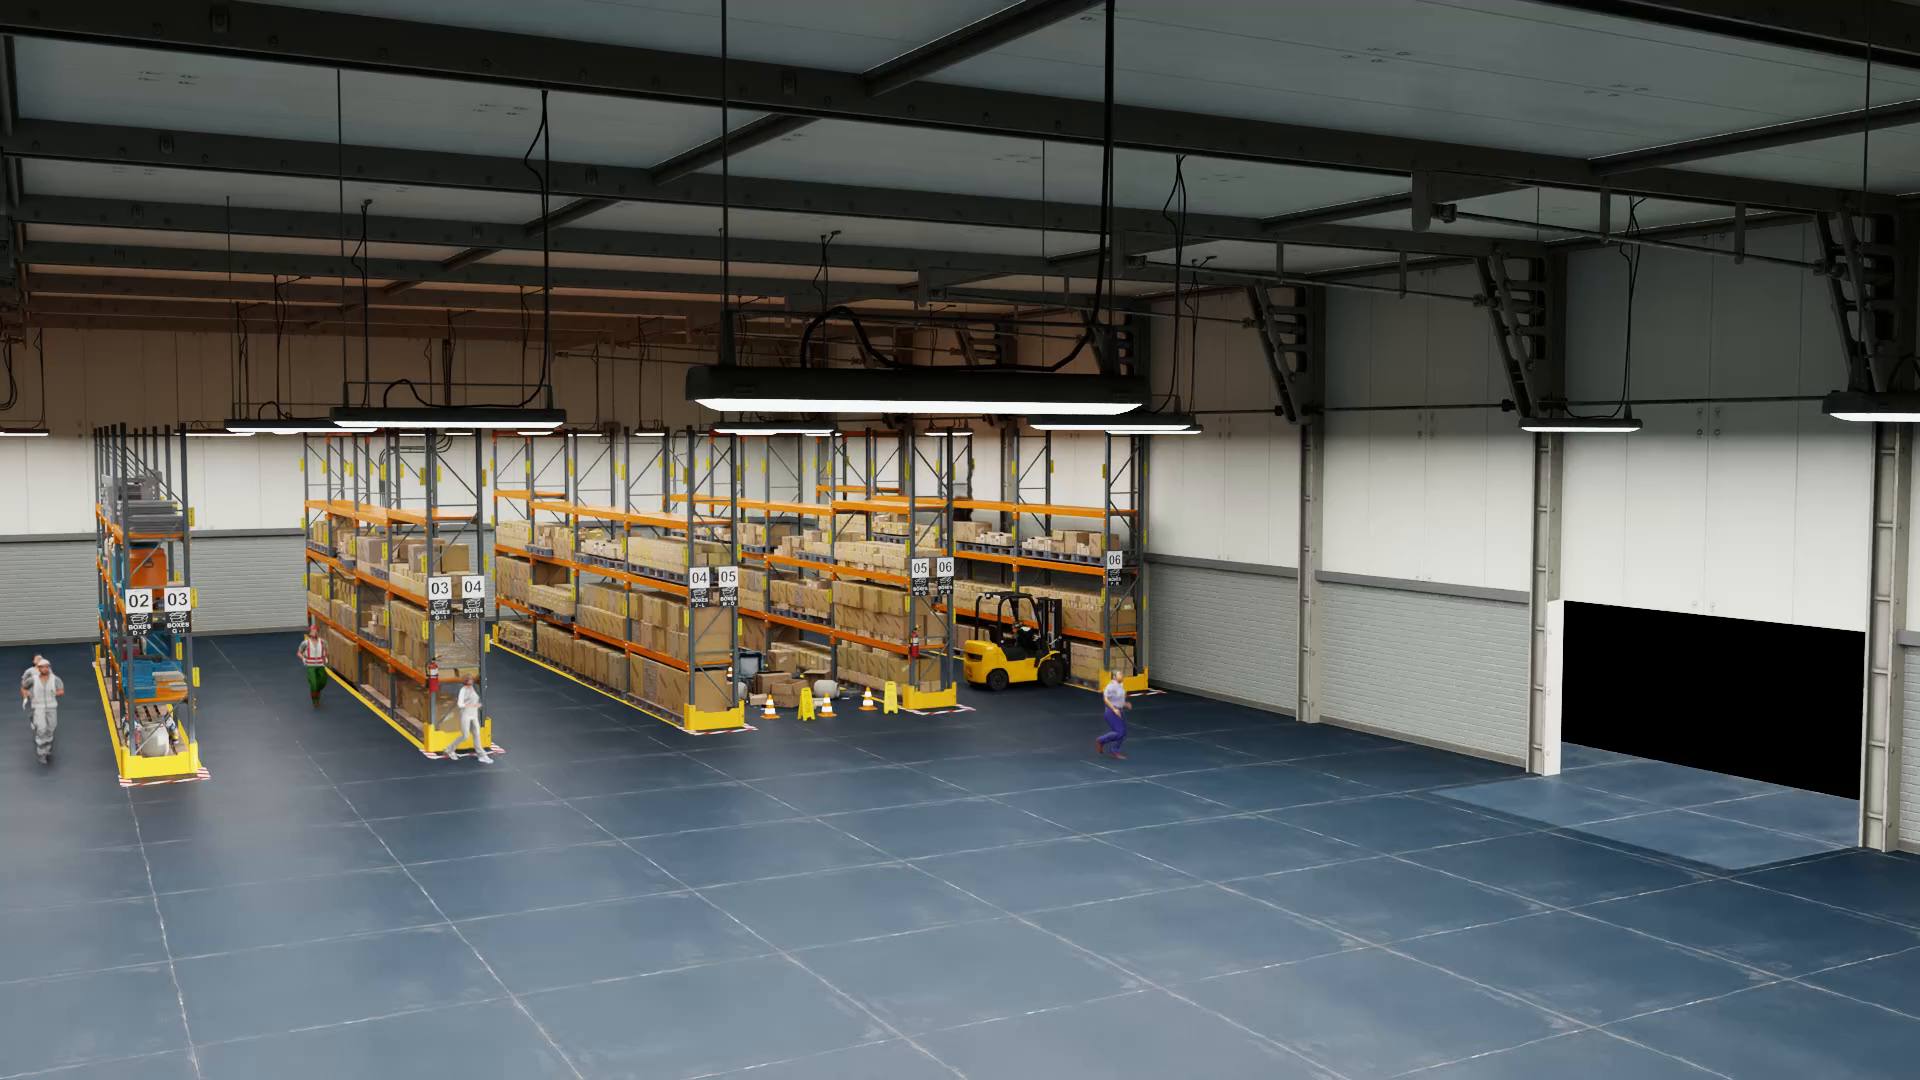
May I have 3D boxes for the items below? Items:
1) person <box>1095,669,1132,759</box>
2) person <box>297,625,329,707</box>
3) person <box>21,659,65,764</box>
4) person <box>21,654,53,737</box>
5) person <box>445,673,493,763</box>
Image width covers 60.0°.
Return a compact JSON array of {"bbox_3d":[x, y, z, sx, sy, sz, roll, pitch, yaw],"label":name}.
[{"bbox_3d":[2.765,3.125,29.875,0.596,1.610,0.600,1,4,22],"label":"person"},{"bbox_3d":[-13.840,2.694,35.651,0.655,1.738,0.631,-2,4,-33],"label":"person"},{"bbox_3d":[-16.277,3.040,29.560,0.645,1.841,0.767,-3,5,-41],"label":"person"},{"bbox_3d":[-17.639,2.985,31.852,0.564,1.621,0.569,-3,4,-37],"label":"person"},{"bbox_3d":[-8.642,3.138,29.212,0.882,1.561,0.543,1,4,14],"label":"person"}]
